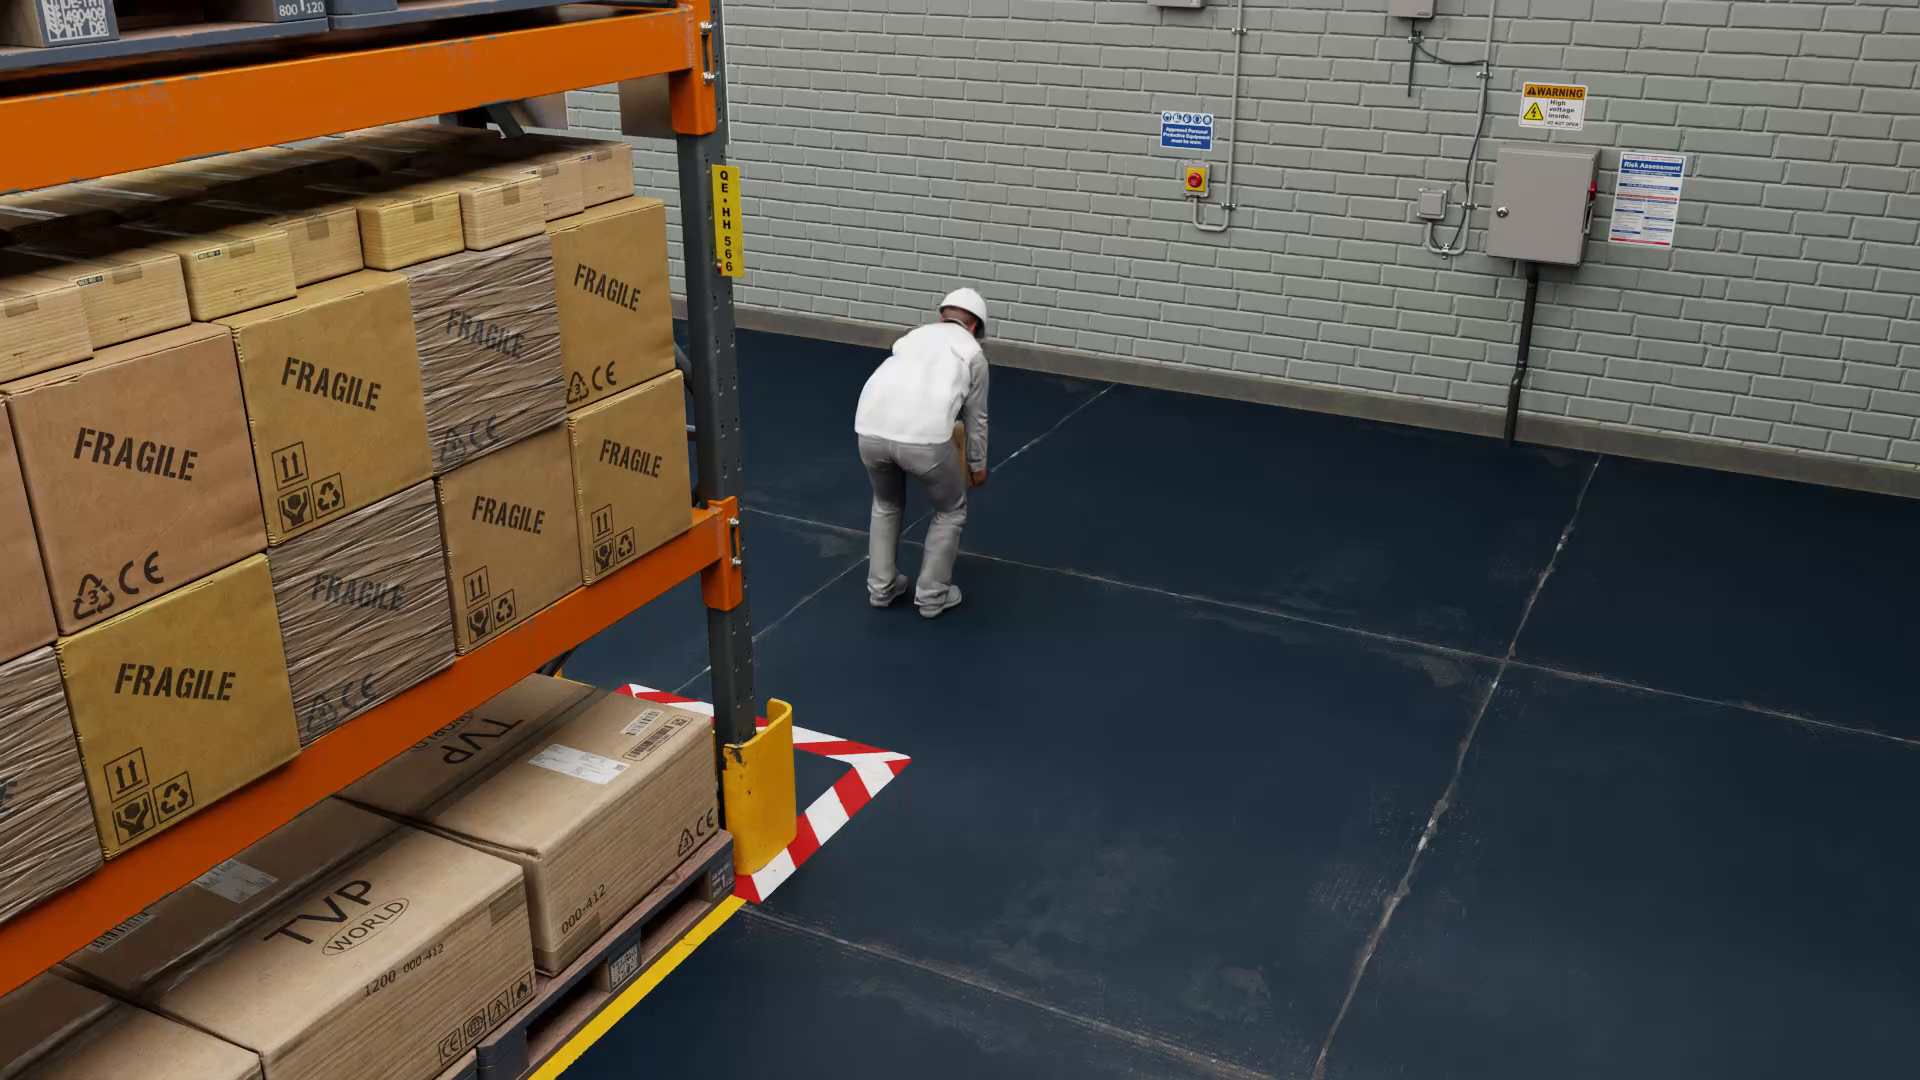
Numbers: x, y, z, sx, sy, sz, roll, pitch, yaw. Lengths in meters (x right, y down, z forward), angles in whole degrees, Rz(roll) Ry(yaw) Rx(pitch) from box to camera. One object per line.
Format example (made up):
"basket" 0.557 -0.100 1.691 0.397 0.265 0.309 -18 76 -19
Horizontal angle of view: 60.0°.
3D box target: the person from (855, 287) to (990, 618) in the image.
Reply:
"person" -0.126 -0.409 7.595 0.471 1.351 0.936 10 25 23
